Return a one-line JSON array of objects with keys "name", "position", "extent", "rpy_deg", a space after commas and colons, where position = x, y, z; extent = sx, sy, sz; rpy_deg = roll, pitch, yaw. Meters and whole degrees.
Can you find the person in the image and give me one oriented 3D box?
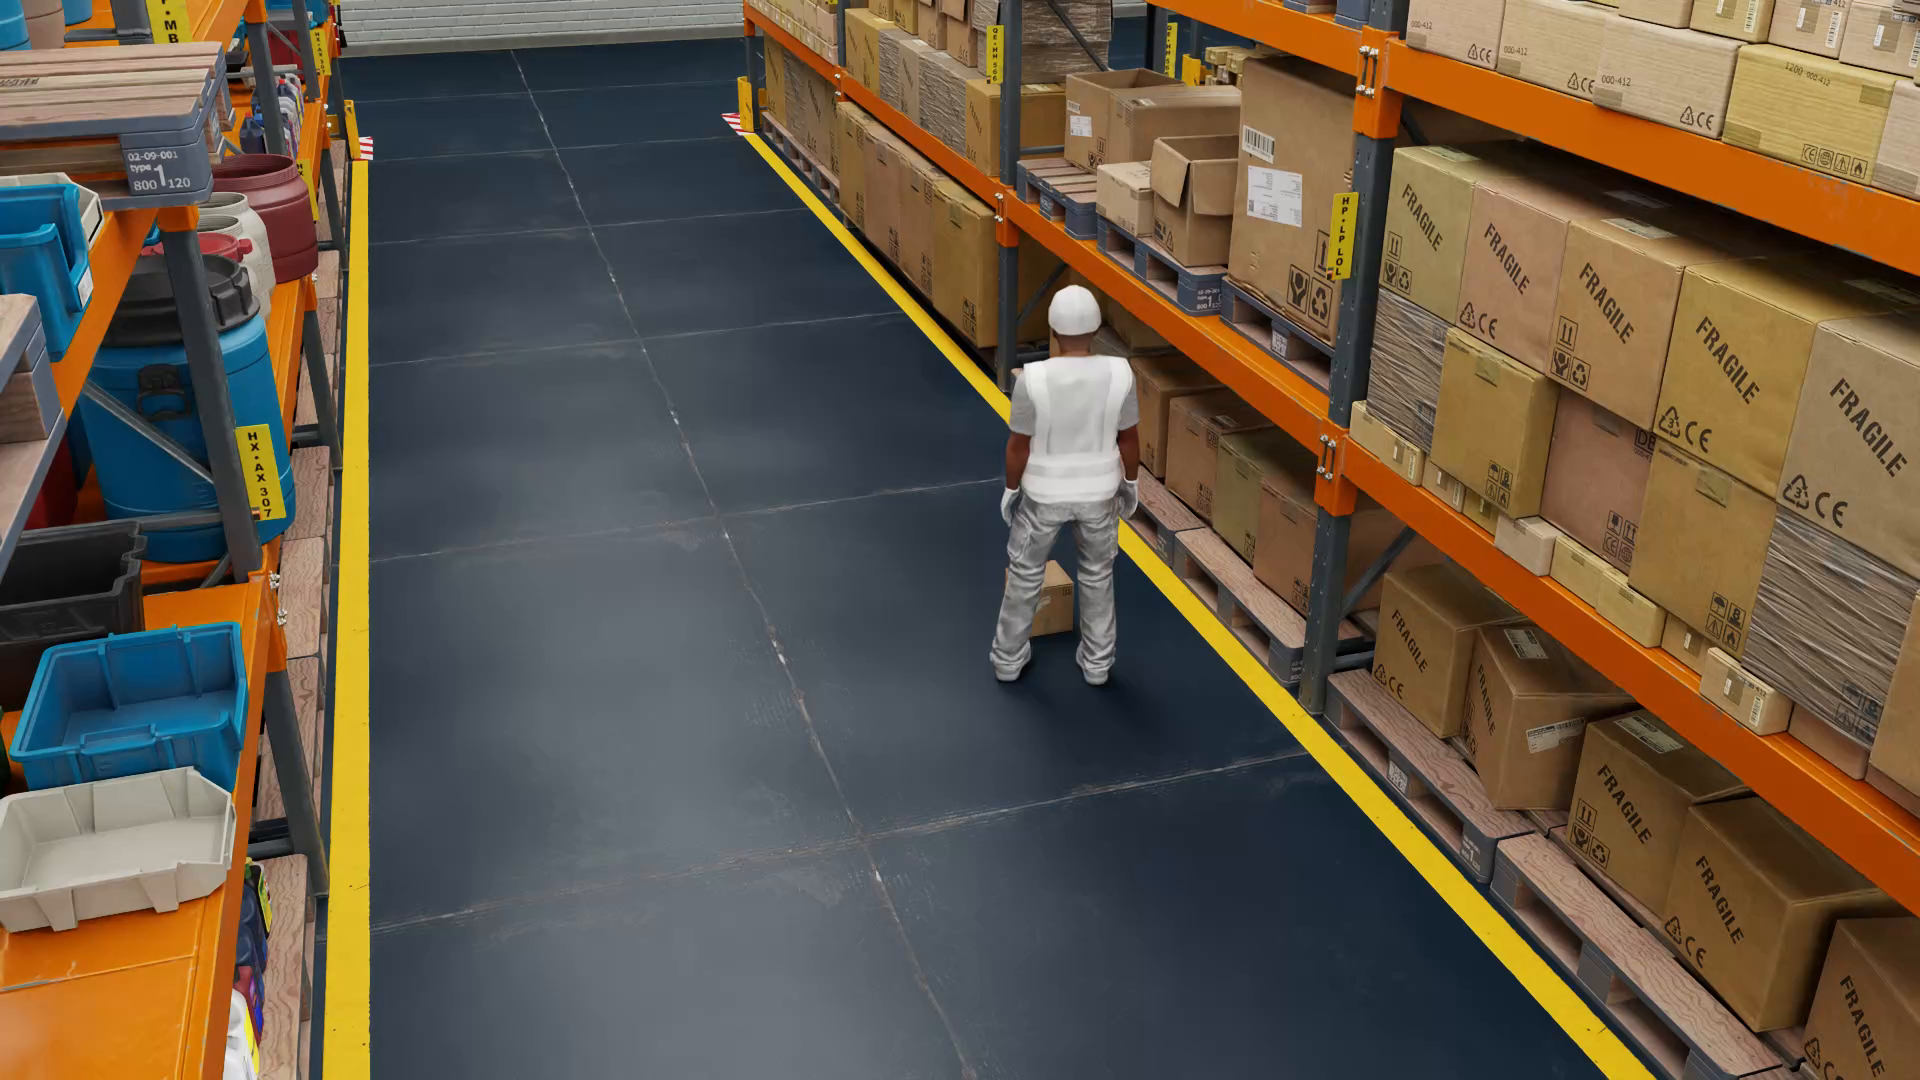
[{"name": "person", "position": [0.443, -0.221, 7.015], "extent": [0.630, 1.786, 0.393], "rpy_deg": [-2, 26, -4]}]
